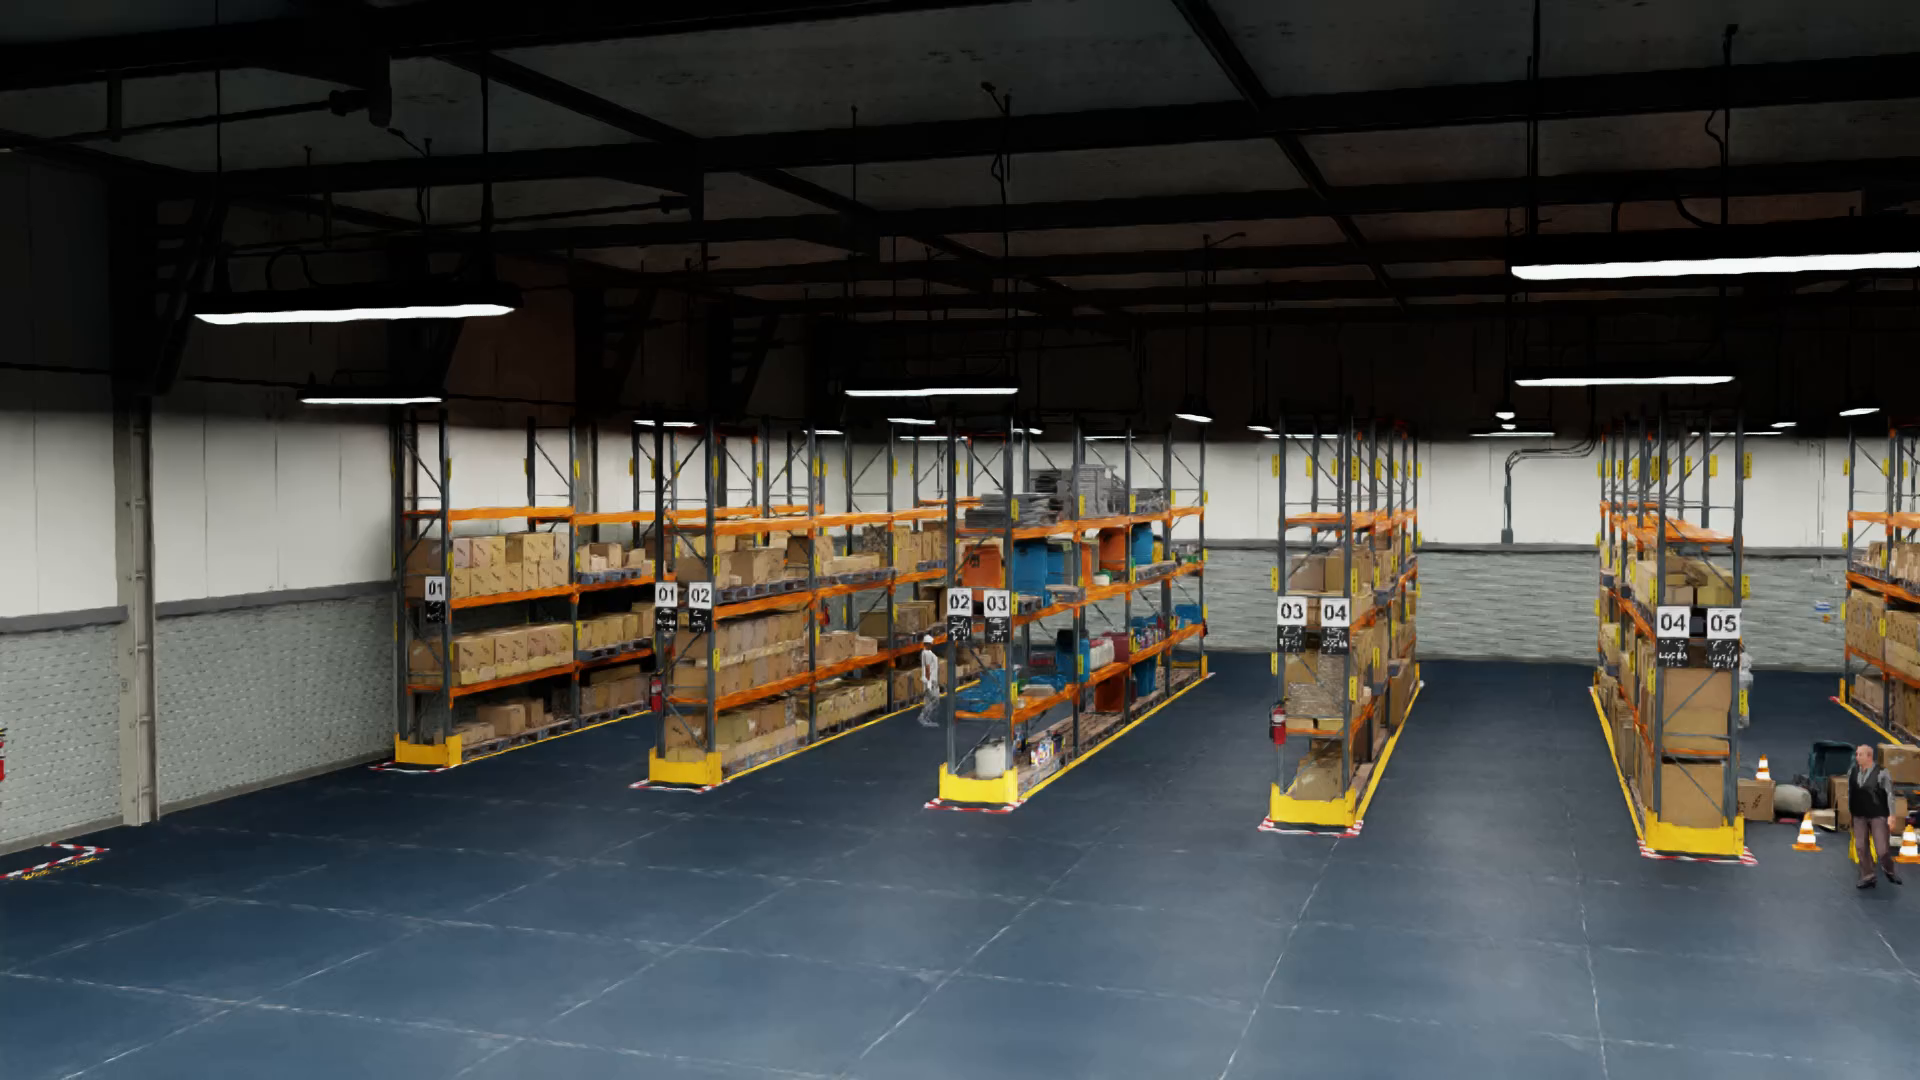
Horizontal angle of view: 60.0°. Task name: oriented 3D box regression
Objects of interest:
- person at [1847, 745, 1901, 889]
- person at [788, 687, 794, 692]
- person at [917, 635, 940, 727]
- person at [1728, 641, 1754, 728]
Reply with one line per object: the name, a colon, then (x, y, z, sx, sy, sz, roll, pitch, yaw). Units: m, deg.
person: (10.908, 3.296, 19.855, 0.533, 1.712, 0.579, -2, 3, -35)
person: (-3.907, 2.578, 36.606, 0.677, 1.726, 0.574, 1, 3, 16)
person: (-0.617, 2.731, 32.135, 0.444, 1.781, 0.600, 0, 2, -7)
person: (15.081, 2.784, 32.194, 0.598, 1.653, 0.556, -2, 3, -41)
